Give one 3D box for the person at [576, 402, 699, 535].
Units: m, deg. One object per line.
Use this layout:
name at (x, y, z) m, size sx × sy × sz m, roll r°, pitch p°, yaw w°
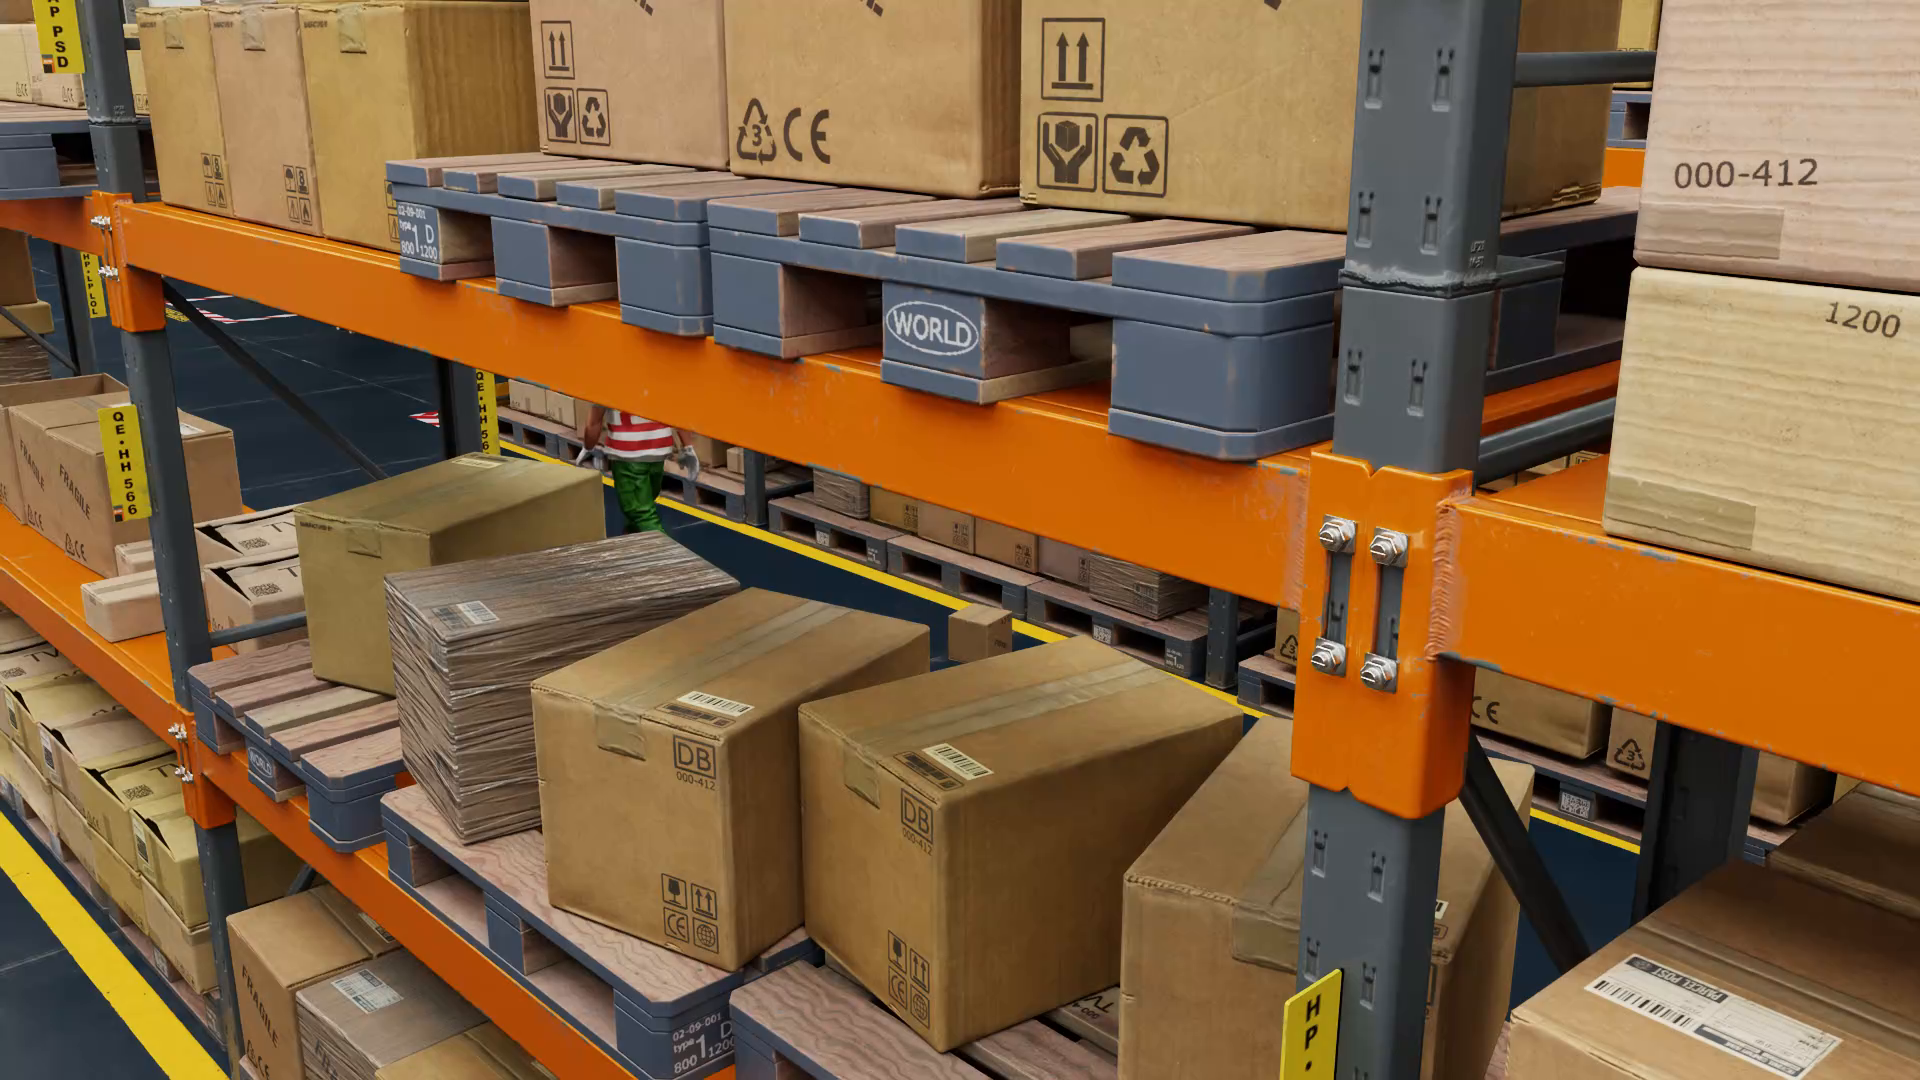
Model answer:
person at (-1.896, -0.519, 9.708) m, size 0.603 × 1.742 × 1.068 m, roll -15°, pitch 22°, yaw -40°
